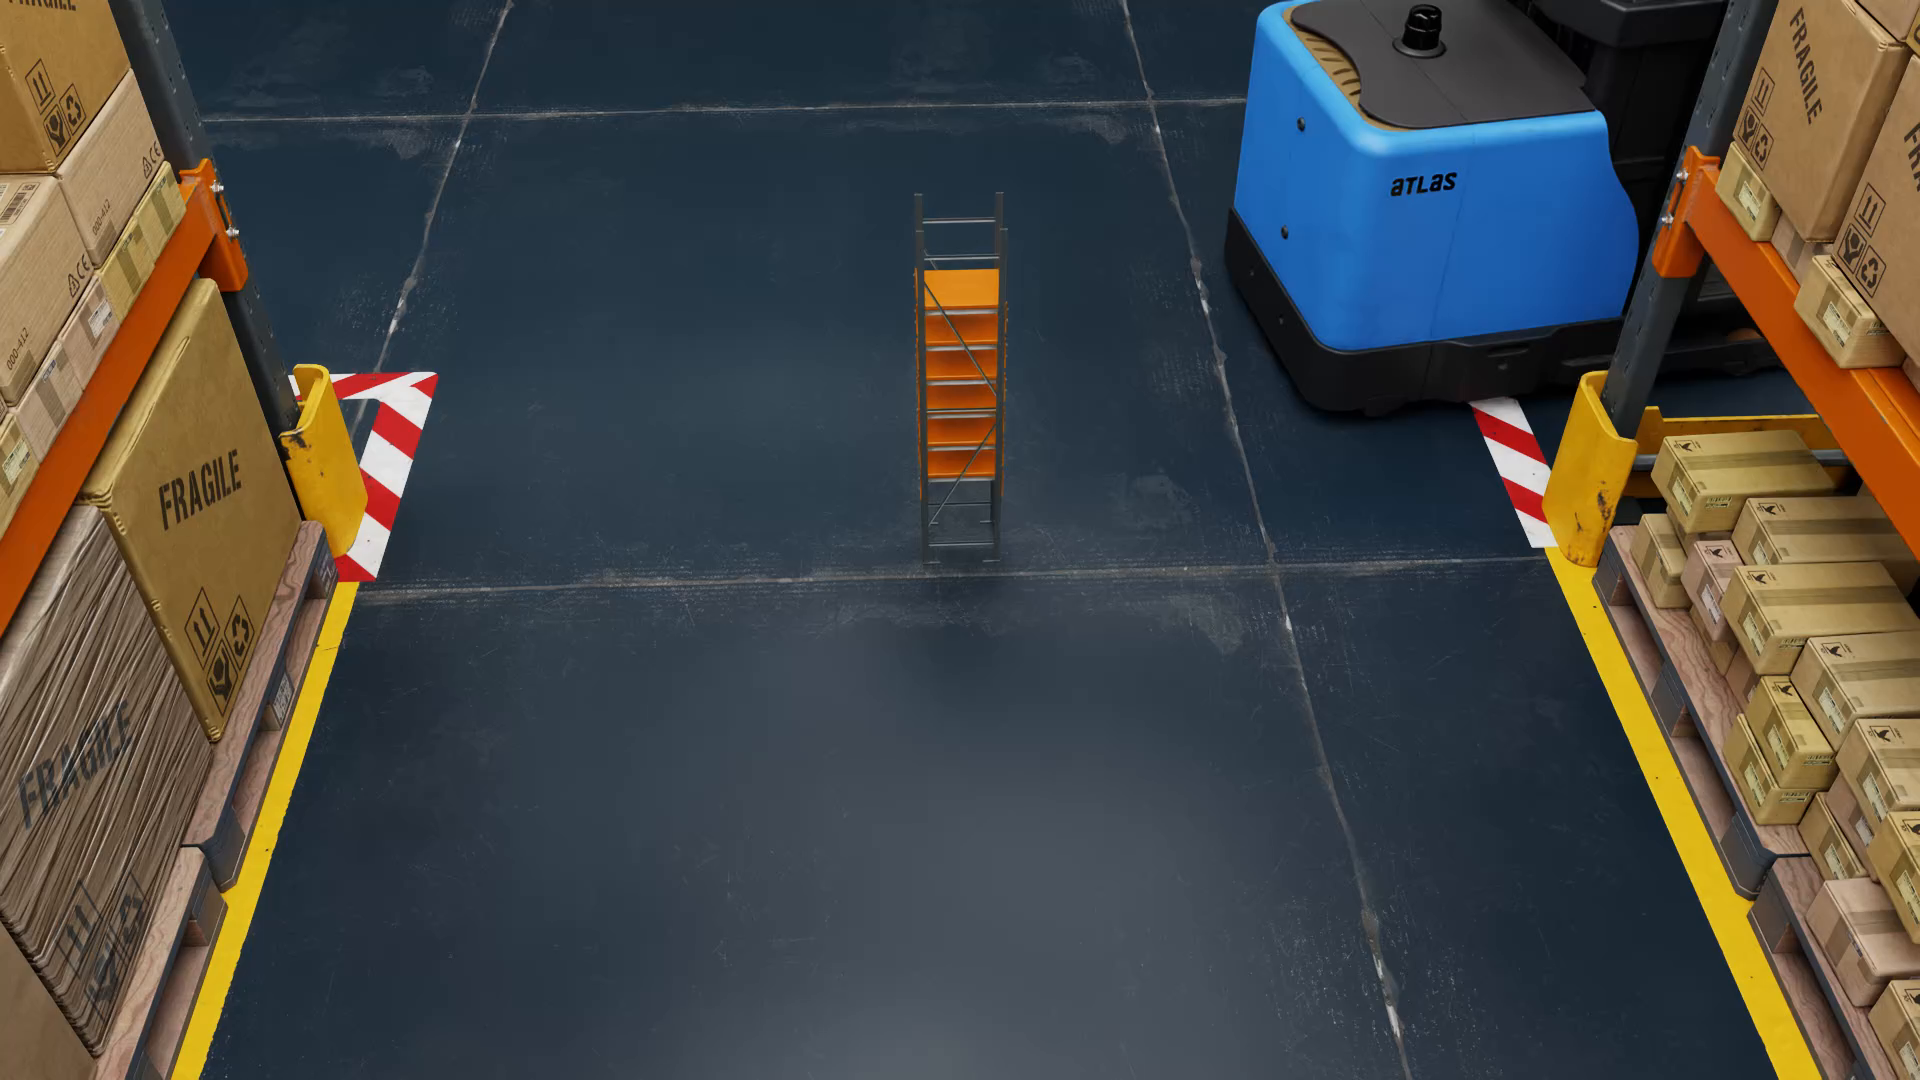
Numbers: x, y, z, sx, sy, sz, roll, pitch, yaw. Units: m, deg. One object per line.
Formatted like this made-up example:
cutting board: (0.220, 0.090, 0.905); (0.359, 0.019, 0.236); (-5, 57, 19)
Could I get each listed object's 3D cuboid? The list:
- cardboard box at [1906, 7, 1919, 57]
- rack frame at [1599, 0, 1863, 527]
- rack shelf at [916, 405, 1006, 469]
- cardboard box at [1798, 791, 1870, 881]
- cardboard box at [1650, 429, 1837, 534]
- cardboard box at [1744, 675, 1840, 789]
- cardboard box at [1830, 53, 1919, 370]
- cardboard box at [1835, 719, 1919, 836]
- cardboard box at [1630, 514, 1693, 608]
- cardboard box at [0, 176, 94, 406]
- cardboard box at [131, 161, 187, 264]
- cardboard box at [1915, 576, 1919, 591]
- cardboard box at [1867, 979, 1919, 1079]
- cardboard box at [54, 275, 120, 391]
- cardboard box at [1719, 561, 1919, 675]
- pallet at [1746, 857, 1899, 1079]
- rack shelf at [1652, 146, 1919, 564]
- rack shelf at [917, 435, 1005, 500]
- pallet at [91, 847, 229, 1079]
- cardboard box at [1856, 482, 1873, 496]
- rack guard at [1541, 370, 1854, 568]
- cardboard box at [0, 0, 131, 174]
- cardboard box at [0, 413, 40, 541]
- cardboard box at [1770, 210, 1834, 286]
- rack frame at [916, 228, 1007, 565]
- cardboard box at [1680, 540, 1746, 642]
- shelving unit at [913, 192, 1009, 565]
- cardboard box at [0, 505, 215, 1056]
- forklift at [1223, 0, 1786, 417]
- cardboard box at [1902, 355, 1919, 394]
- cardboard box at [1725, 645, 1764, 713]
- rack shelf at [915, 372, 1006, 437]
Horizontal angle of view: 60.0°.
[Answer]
cardboard box: (2.244, -1.066, 3.160); (0.500, 0.500, 0.500); (-1, 43, -1)
rack frame: (2.462, -1.203, 4.342); (1.000, 3.000, 0.127); (-2, 43, -2)
rack shelf: (0.001, -0.311, 4.945); (0.258, 0.103, 0.180); (-2, 43, -2)
cardboard box: (2.282, 0.743, 4.018); (0.380, 0.149, 0.250); (-2, 43, -2)
cardboard box: (2.145, -0.162, 4.566); (0.380, 0.149, 0.250); (-3, 43, -4)
cardboard box: (2.184, 0.470, 4.096); (0.380, 0.149, 0.250); (0, 43, 0)
cardboard box: (2.253, -0.677, 3.475); (0.500, 0.500, 0.500); (-2, 43, -2)
cardboard box: (2.255, 0.547, 3.792); (0.380, 0.149, 0.250); (0, 43, 0)
cardboard box: (2.164, 0.056, 4.768); (0.380, 0.149, 0.250); (-1, 43, -1)
cardboard box: (-2.191, -0.521, 3.489); (0.500, 0.250, 0.500); (-2, 43, -3)
cardboard box: (-2.154, -0.805, 4.094); (0.380, 0.149, 0.250); (-1, 43, -1)
cardboard box: (2.691, -0.004, 4.394); (0.380, 0.149, 0.250); (-1, 43, -1)
cardboard box: (2.243, 1.100, 3.629); (0.380, 0.149, 0.250); (-2, 43, -2)
cardboard box: (-2.131, -0.459, 3.717); (0.380, 0.149, 0.250); (-2, 43, -2)
cardboard box: (2.159, 0.194, 4.177); (0.380, 0.149, 0.250); (-2, 43, -2)
pallet: (2.513, 1.248, 3.733); (1.003, 0.211, 1.213); (-2, 43, -2)
rack shelf: (2.547, 0.413, 3.112); (1.077, 0.370, 4.000); (-2, 43, -2)
rack shelf: (0.001, -0.223, 5.026); (0.258, 0.103, 0.180); (-2, 43, -2)
pallet: (-2.337, 1.259, 3.721); (1.003, 0.211, 1.213); (-2, 43, -2)
cardboard box: (2.769, -0.068, 4.683); (0.380, 0.149, 0.250); (-3, 43, -3)
rack guard: (2.465, -0.230, 5.131); (1.175, 0.500, 0.348); (-2, 43, -2)
cardboard box: (-2.215, -1.138, 3.607); (0.500, 0.500, 0.500); (-1, 43, -1)
cardboard box: (-2.109, -0.115, 3.342); (0.380, 0.149, 0.250); (-3, 43, -3)
cardboard box: (2.200, -0.711, 3.992); (0.380, 0.149, 0.250); (0, 43, 0)
rack frame: (0.005, -0.371, 4.767); (0.240, 1.200, 0.006); (-2, 43, -2)
cardboard box: (2.183, 0.131, 4.466); (0.380, 0.149, 0.250); (-2, 43, -2)
shelving unit: (0.001, -0.433, 4.834); (0.258, 1.200, 0.189); (-2, 43, -2)
cardboard box: (-2.352, 0.544, 3.698); (0.875, 0.875, 0.875); (-2, 43, -2)
forklift: (2.567, -2.005, 5.268); (3.031, 2.935, 1.130); (-8, 43, -9)
cardboard box: (2.306, -0.357, 3.605); (0.380, 0.149, 0.250); (0, 43, 0)
cardboard box: (2.275, 0.398, 4.395); (0.380, 0.149, 0.250); (-1, 43, -1)
rack shelf: (0.001, -0.400, 4.864); (0.258, 0.103, 0.180); (-2, 43, -2)
